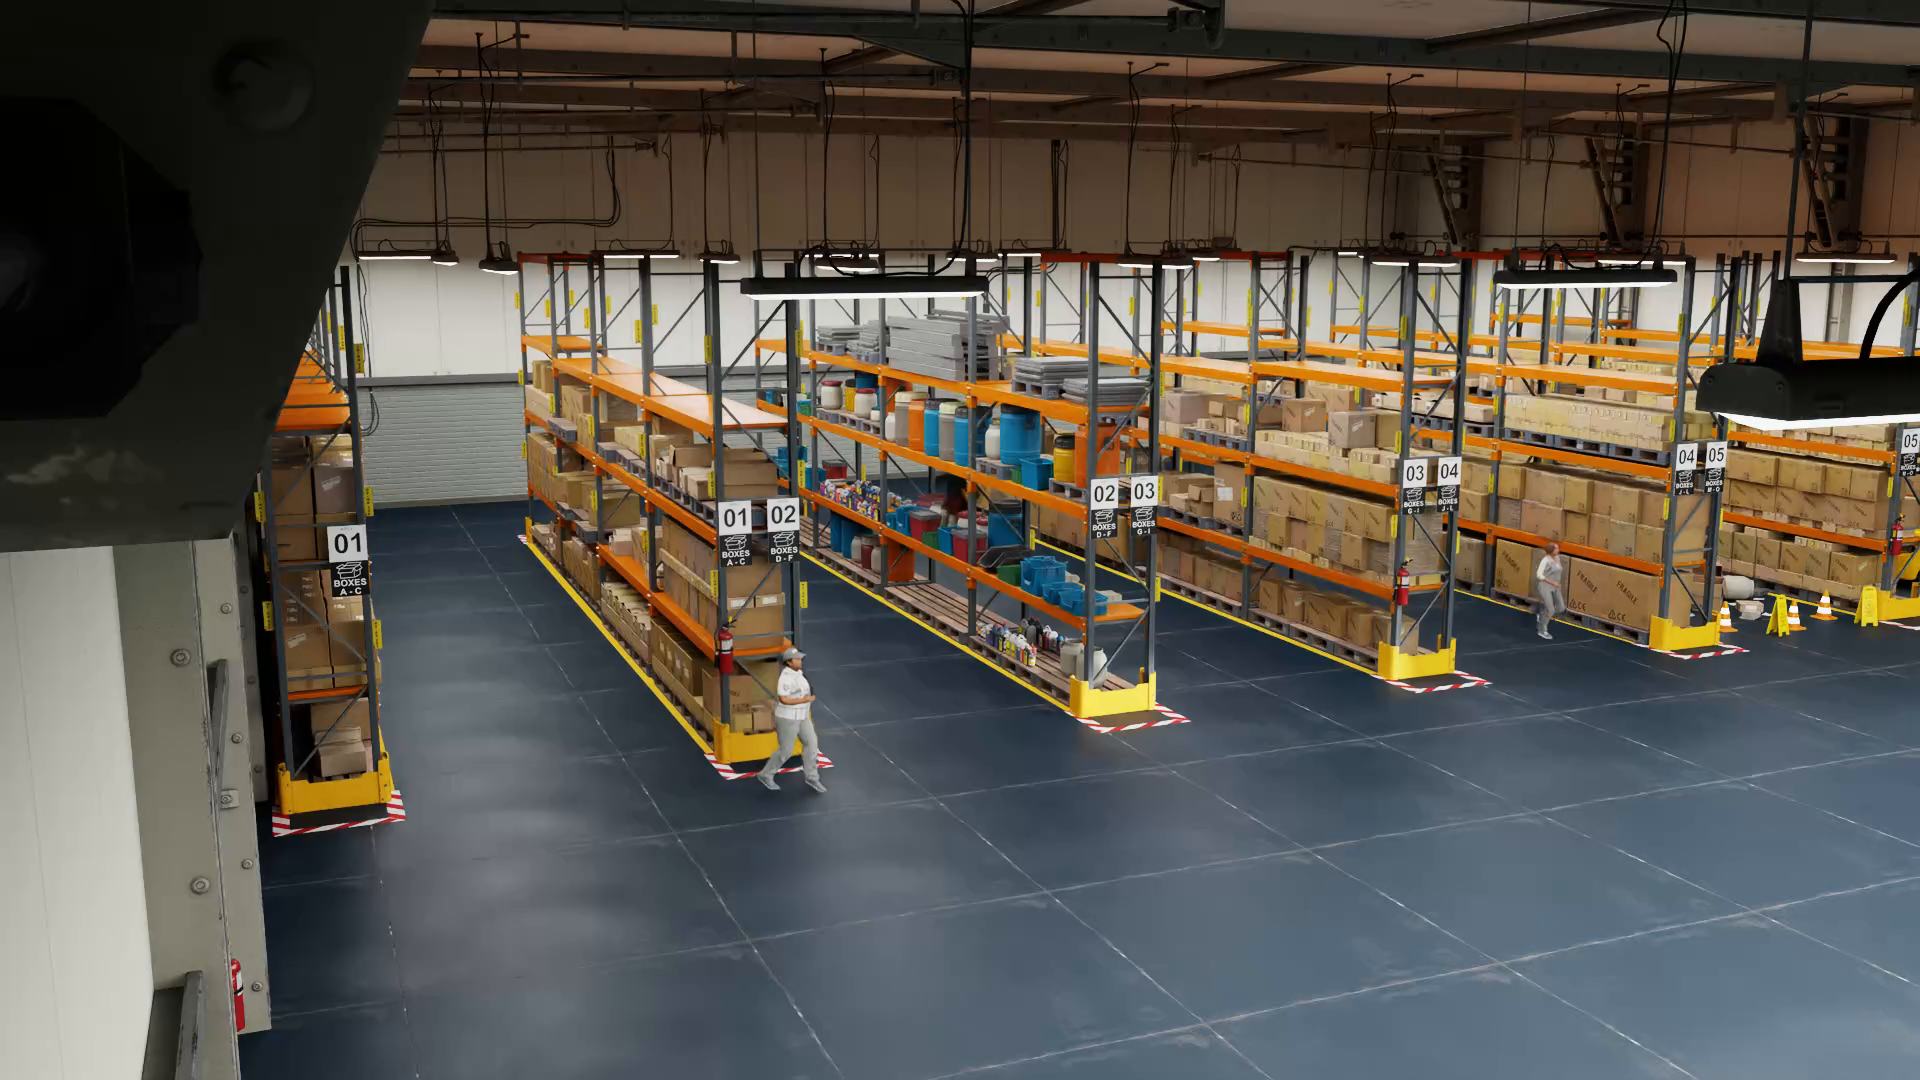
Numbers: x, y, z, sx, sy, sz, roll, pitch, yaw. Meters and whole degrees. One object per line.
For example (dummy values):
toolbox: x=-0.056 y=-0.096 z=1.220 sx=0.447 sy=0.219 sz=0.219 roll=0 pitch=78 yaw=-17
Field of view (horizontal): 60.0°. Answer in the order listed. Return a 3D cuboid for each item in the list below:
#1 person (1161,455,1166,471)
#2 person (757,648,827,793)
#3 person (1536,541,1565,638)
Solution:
person: x=5.022 y=-2.060 z=41.704 sx=0.677 sy=1.630 sz=0.576 roll=1 pitch=10 yaw=6
person: x=-1.929 y=2.078 z=19.066 sx=0.774 sy=1.719 sz=0.605 roll=3 pitch=11 yaw=16
person: x=9.348 y=0.795 z=26.365 sx=0.543 sy=1.567 sz=0.530 roll=-7 pitch=12 yaw=-34
